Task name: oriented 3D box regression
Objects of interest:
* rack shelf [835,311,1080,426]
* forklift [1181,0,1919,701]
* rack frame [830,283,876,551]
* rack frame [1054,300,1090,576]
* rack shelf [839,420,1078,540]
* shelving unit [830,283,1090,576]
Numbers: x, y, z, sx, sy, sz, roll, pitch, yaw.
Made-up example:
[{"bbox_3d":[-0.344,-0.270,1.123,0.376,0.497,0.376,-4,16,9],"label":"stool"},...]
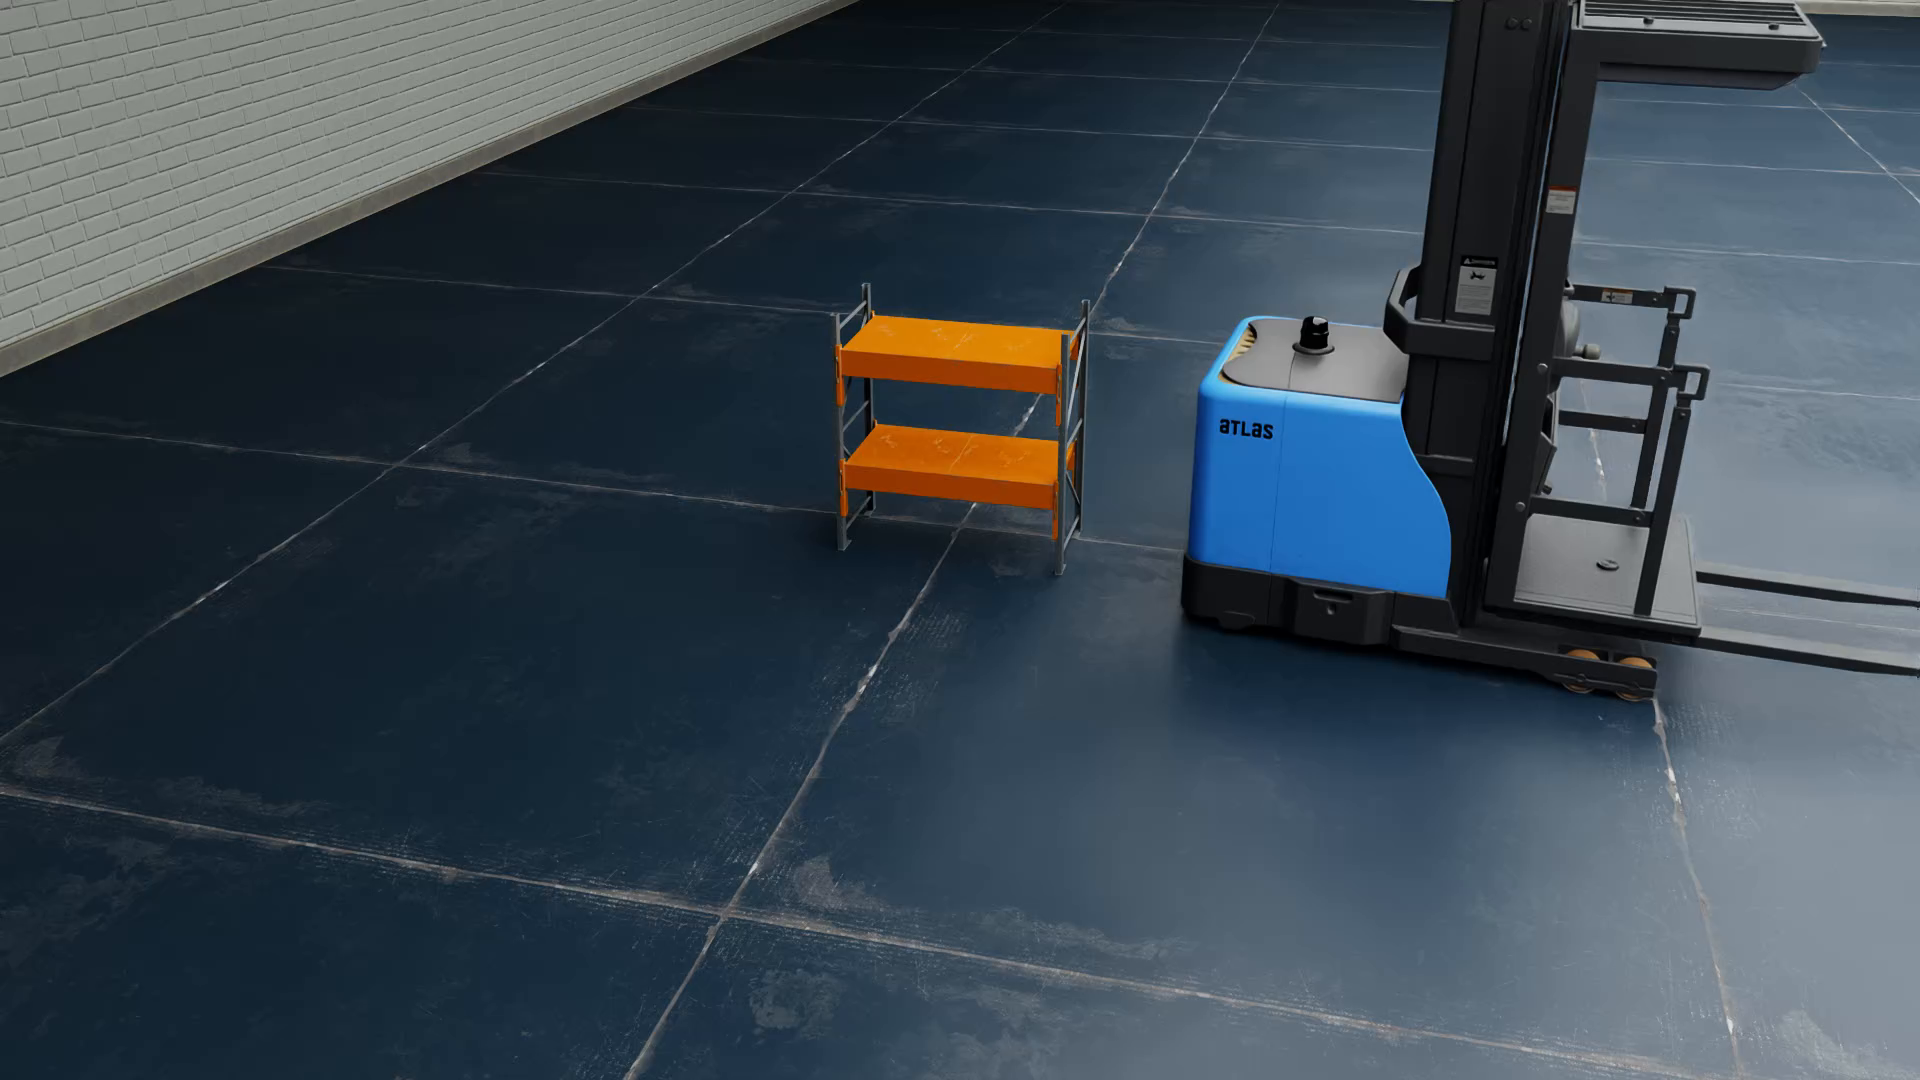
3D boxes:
[{"bbox_3d":[0.007,-0.771,7.381,1.000,0.278,0.538,6,26,13],"label":"rack shelf"},{"bbox_3d":[2.506,-0.956,6.349,3.031,2.935,1.130,8,27,17],"label":"forklift"},{"bbox_3d":[-0.486,-0.562,7.621,0.032,1.125,0.500,6,26,13],"label":"rack frame"},{"bbox_3d":[0.499,-0.453,7.392,0.032,1.125,0.500,6,26,13],"label":"rack frame"},{"bbox_3d":[0.007,-0.286,7.612,1.000,0.278,0.538,6,26,13],"label":"rack shelf"},{"bbox_3d":[0.007,-0.507,7.507,1.048,1.125,0.538,6,26,13],"label":"shelving unit"}]
